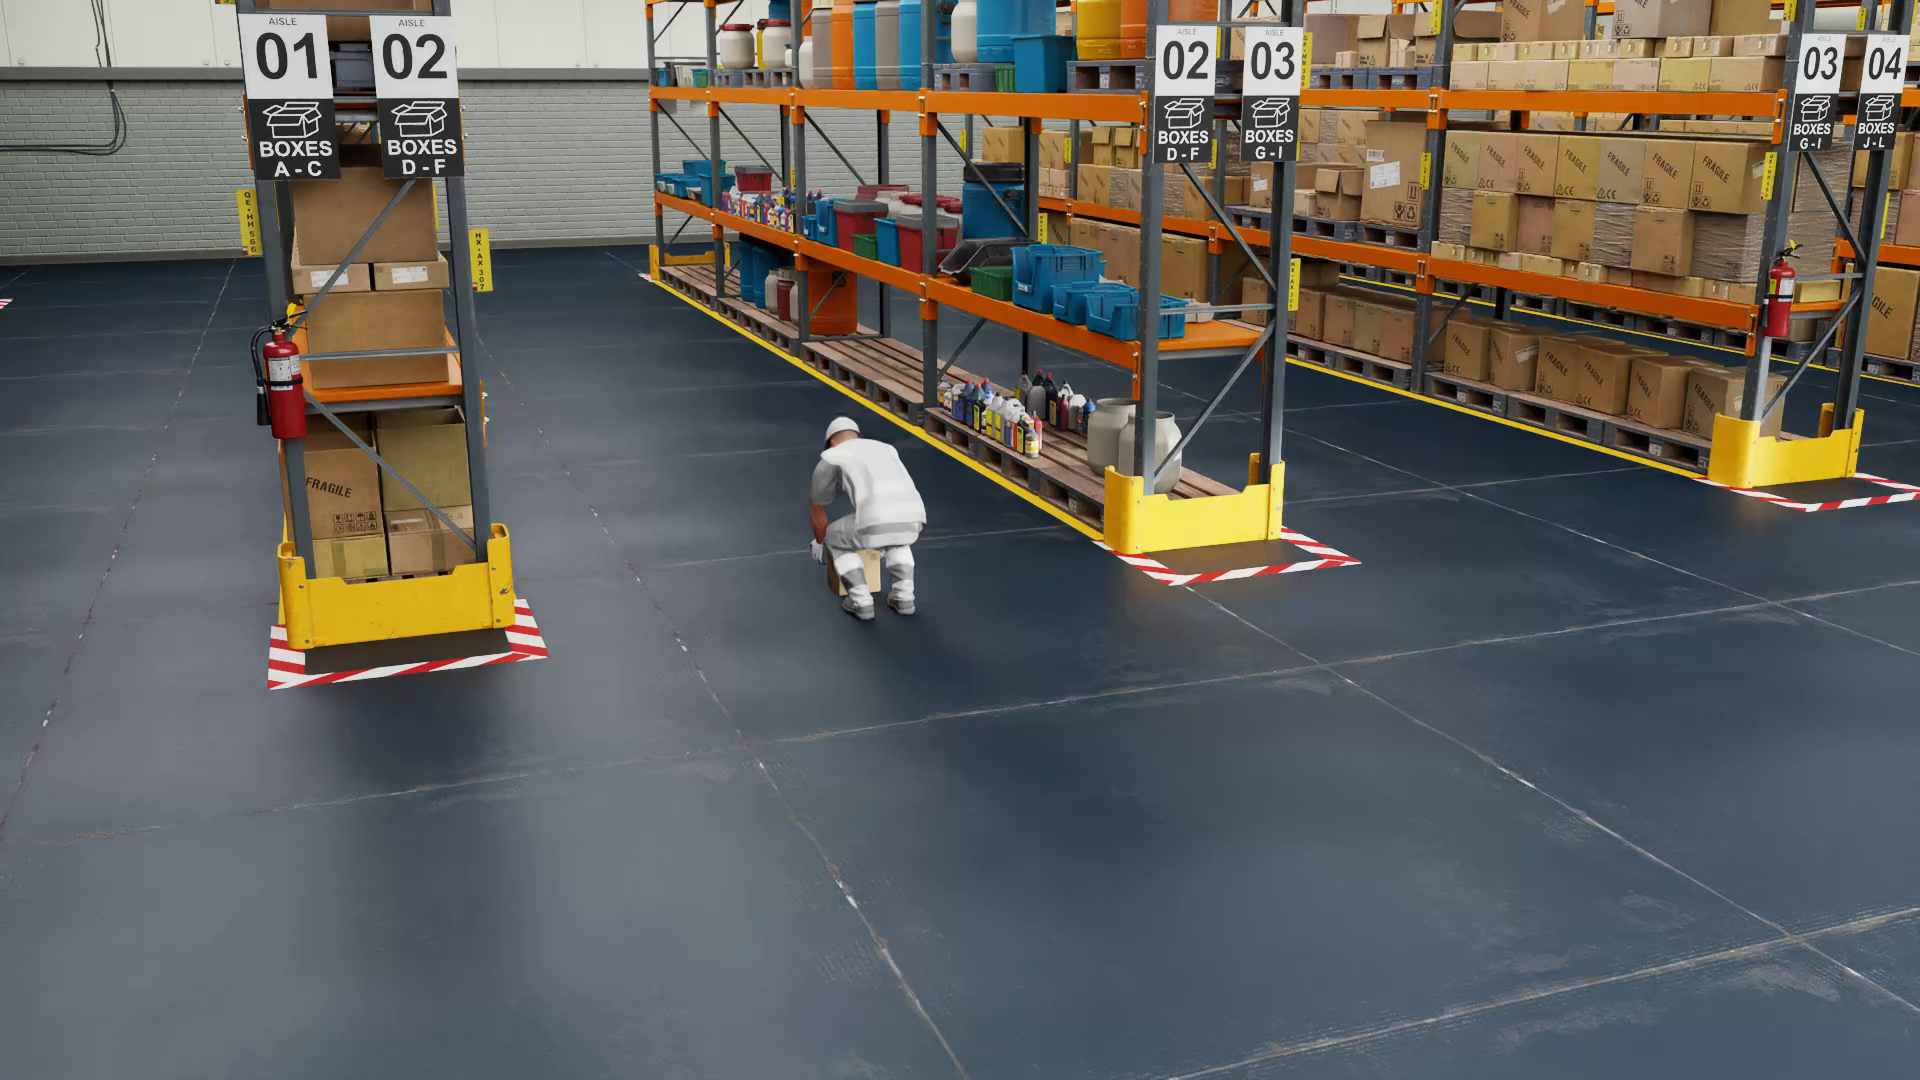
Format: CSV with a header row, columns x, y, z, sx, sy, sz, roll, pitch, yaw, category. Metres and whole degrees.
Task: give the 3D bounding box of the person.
x,y,z,sx,sy,sz,roll,pitch,yaw,category
-0.526,-0.124,9.340,0.577,1.040,0.872,-6,16,-20,person
